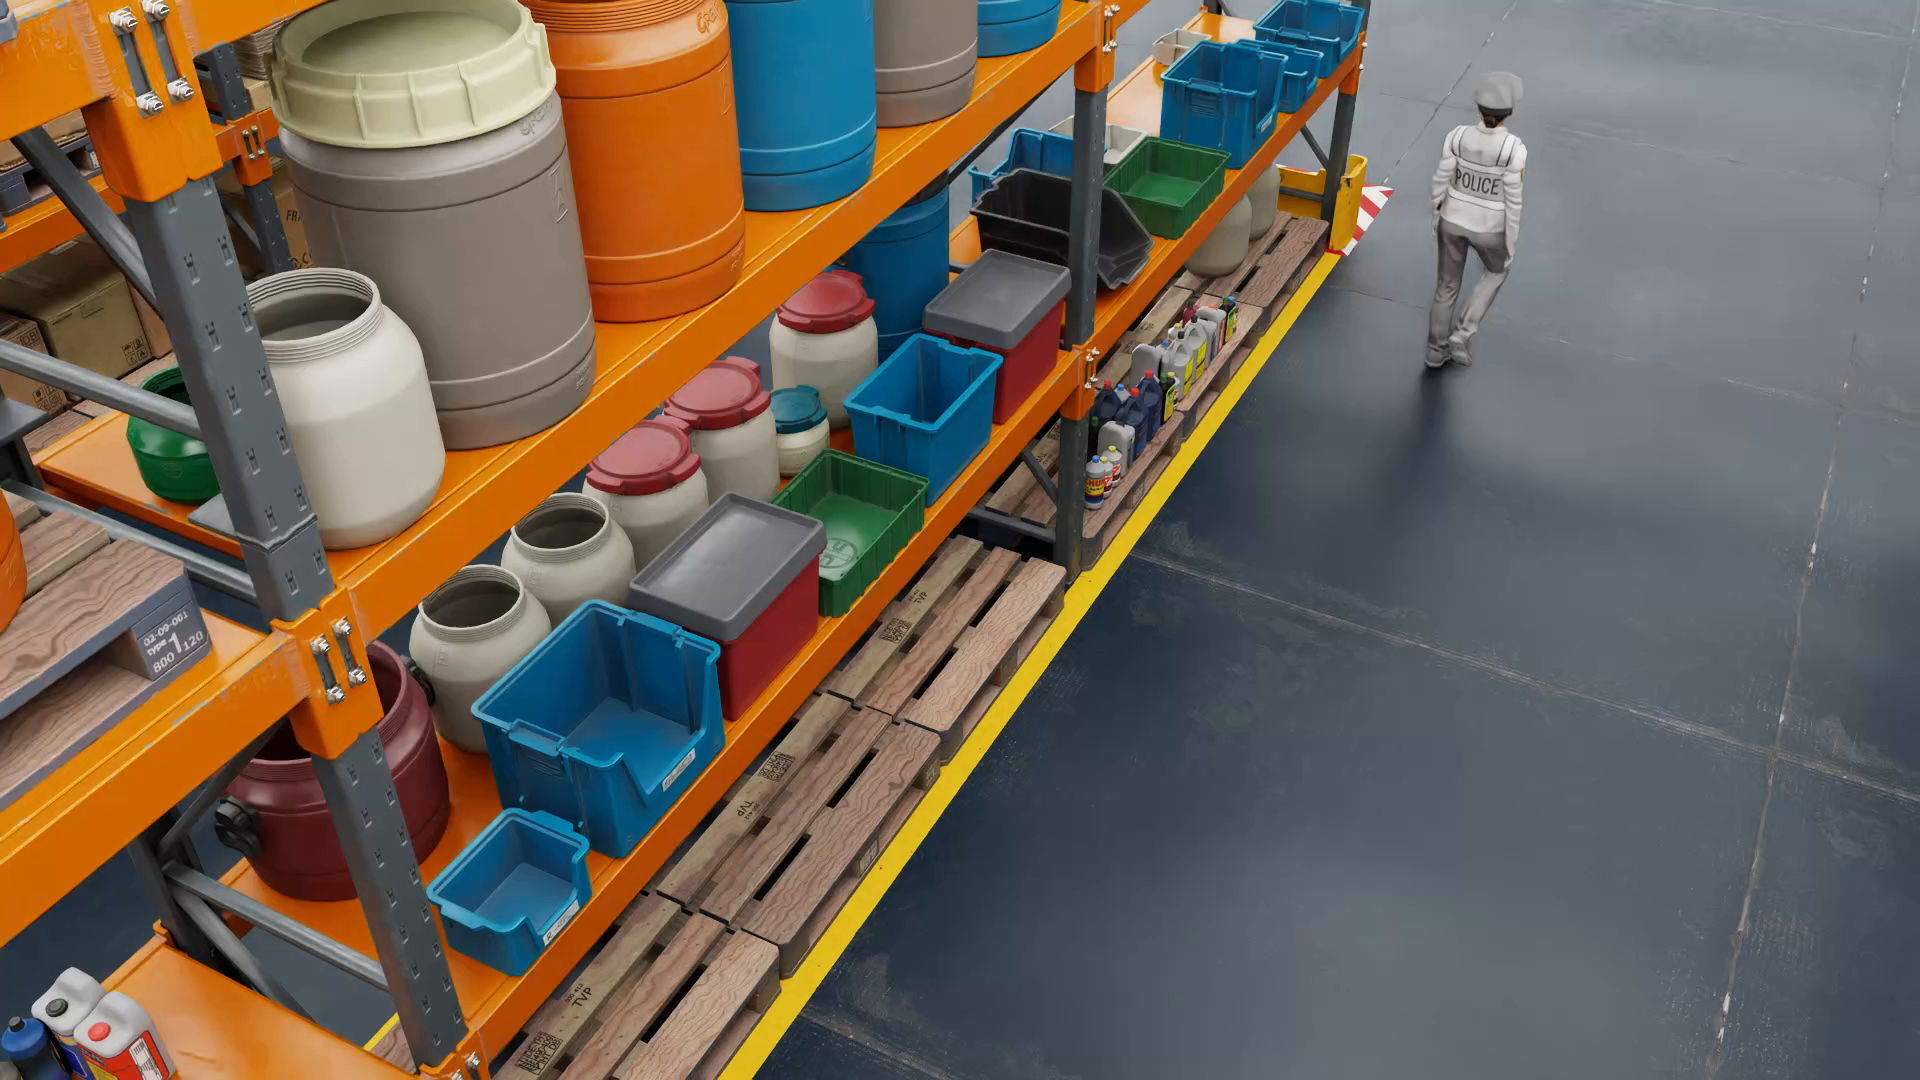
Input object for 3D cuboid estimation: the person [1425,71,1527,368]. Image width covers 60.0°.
[{"bbox_3d":[2.763,-1.702,8.923,0.516,1.695,0.442,21,43,25],"label":"person"}]
